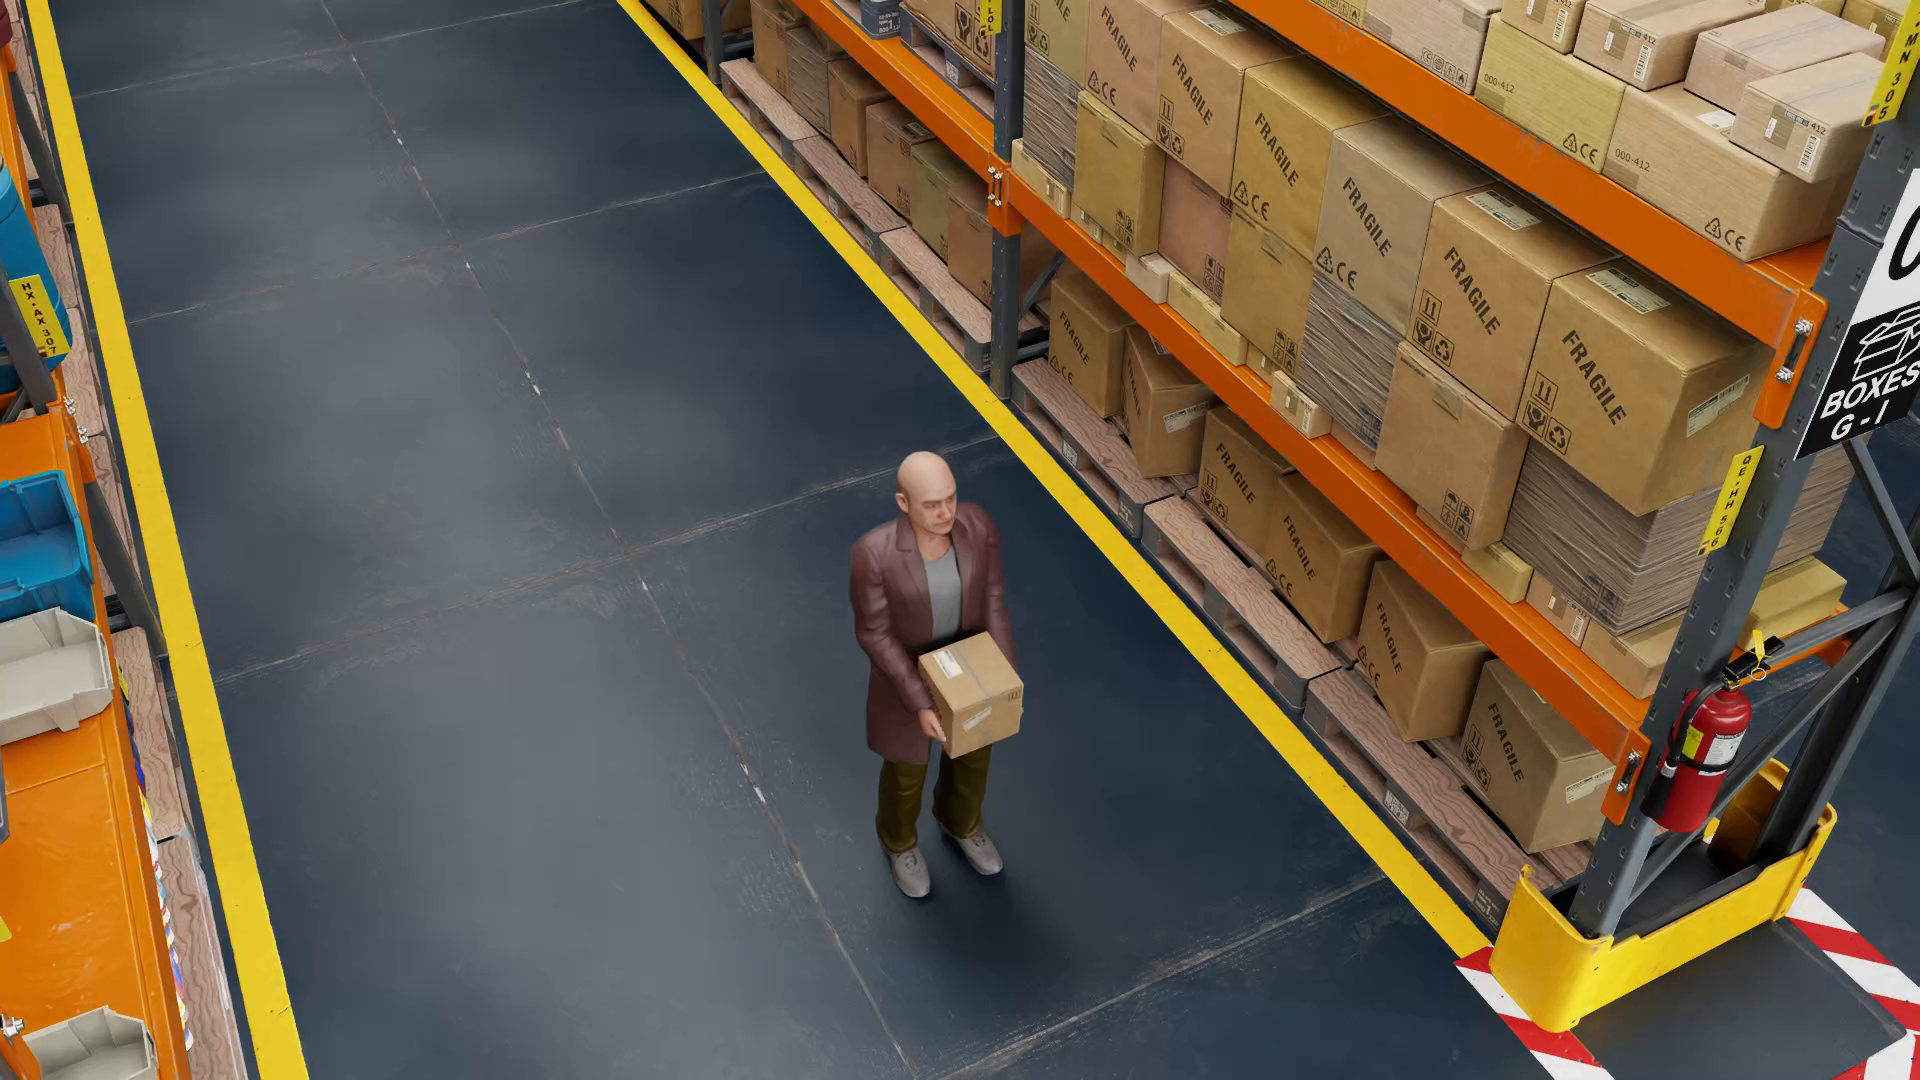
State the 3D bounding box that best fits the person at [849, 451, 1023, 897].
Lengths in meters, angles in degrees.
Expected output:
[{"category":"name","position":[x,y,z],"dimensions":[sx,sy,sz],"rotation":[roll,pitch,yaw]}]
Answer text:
[{"category":"person","position":[-0.049,0.514,5.569],"dimensions":[0.542,1.779,0.541],"rotation":[-19,44,-21]}]
